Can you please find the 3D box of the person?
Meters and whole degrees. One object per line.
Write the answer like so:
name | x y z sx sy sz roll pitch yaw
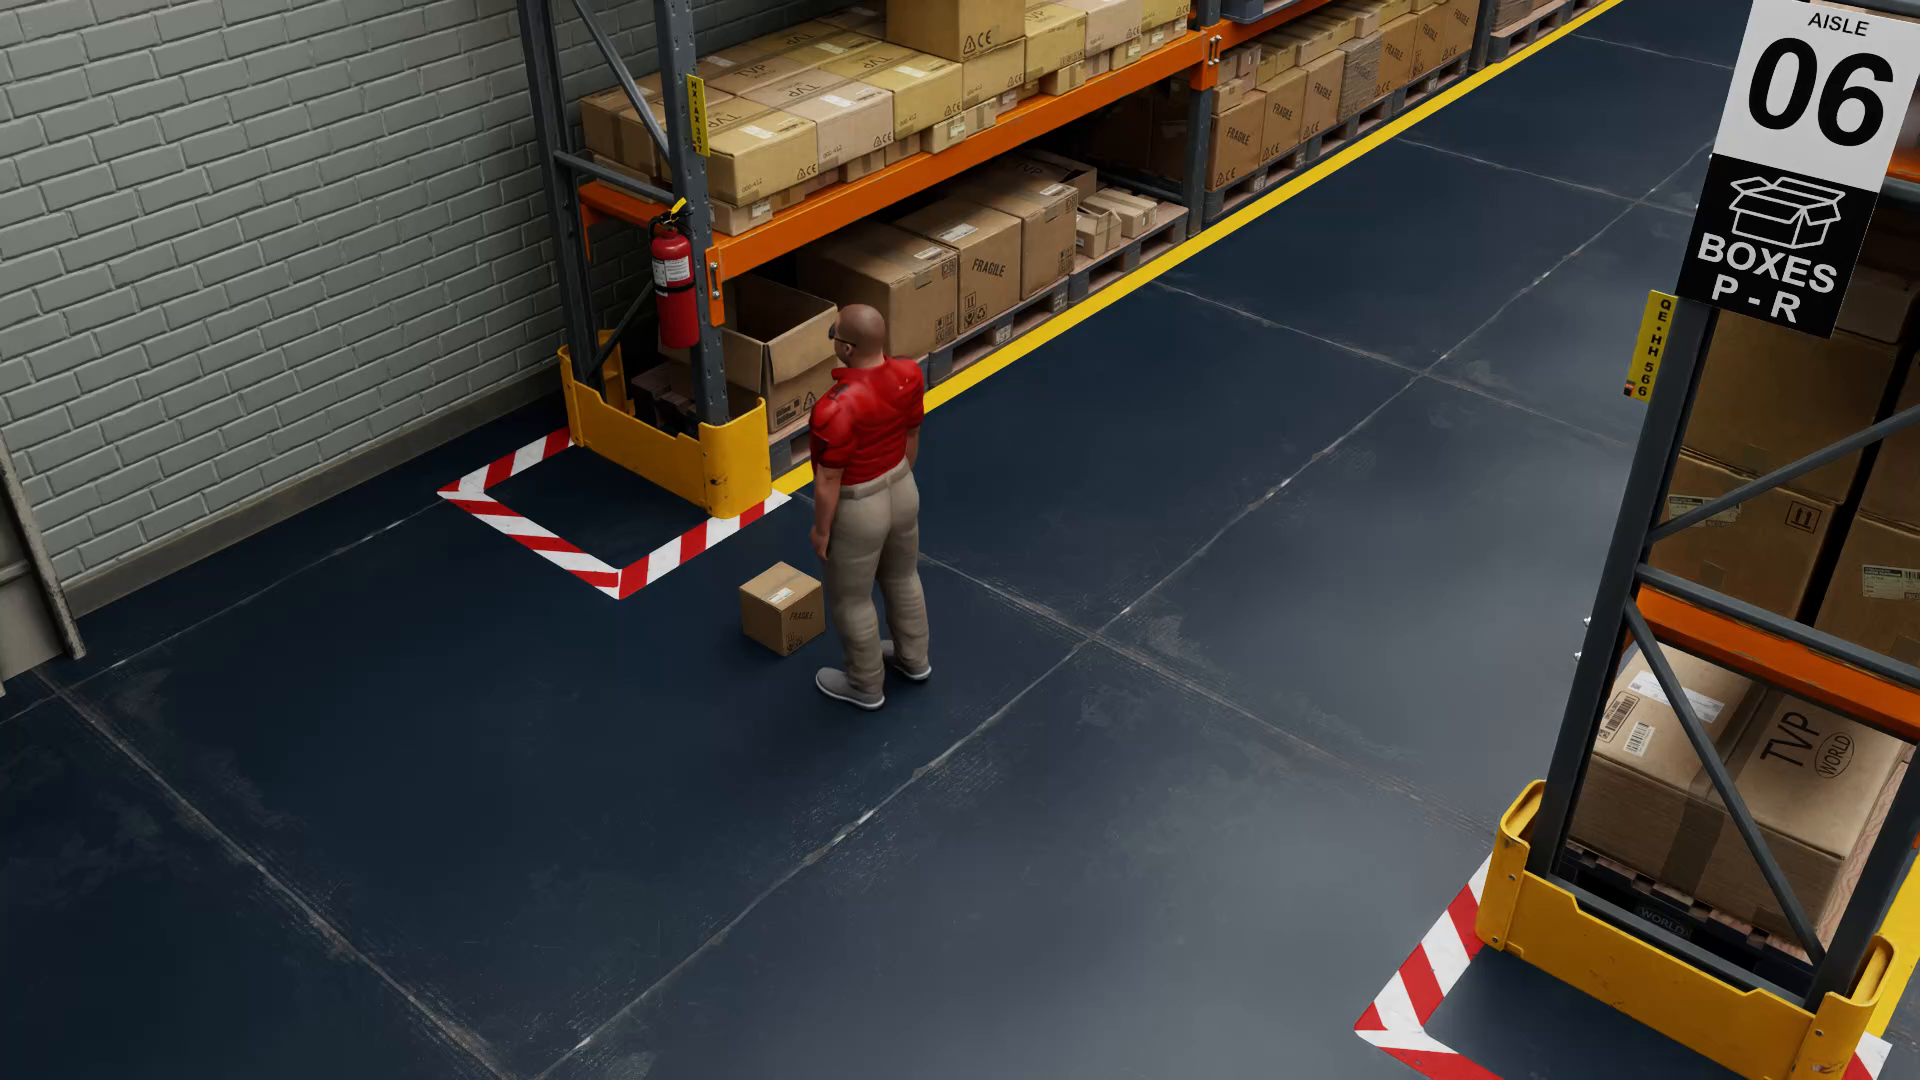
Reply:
person | -0.375 -0.118 6.353 0.372 1.749 0.526 26 43 33
